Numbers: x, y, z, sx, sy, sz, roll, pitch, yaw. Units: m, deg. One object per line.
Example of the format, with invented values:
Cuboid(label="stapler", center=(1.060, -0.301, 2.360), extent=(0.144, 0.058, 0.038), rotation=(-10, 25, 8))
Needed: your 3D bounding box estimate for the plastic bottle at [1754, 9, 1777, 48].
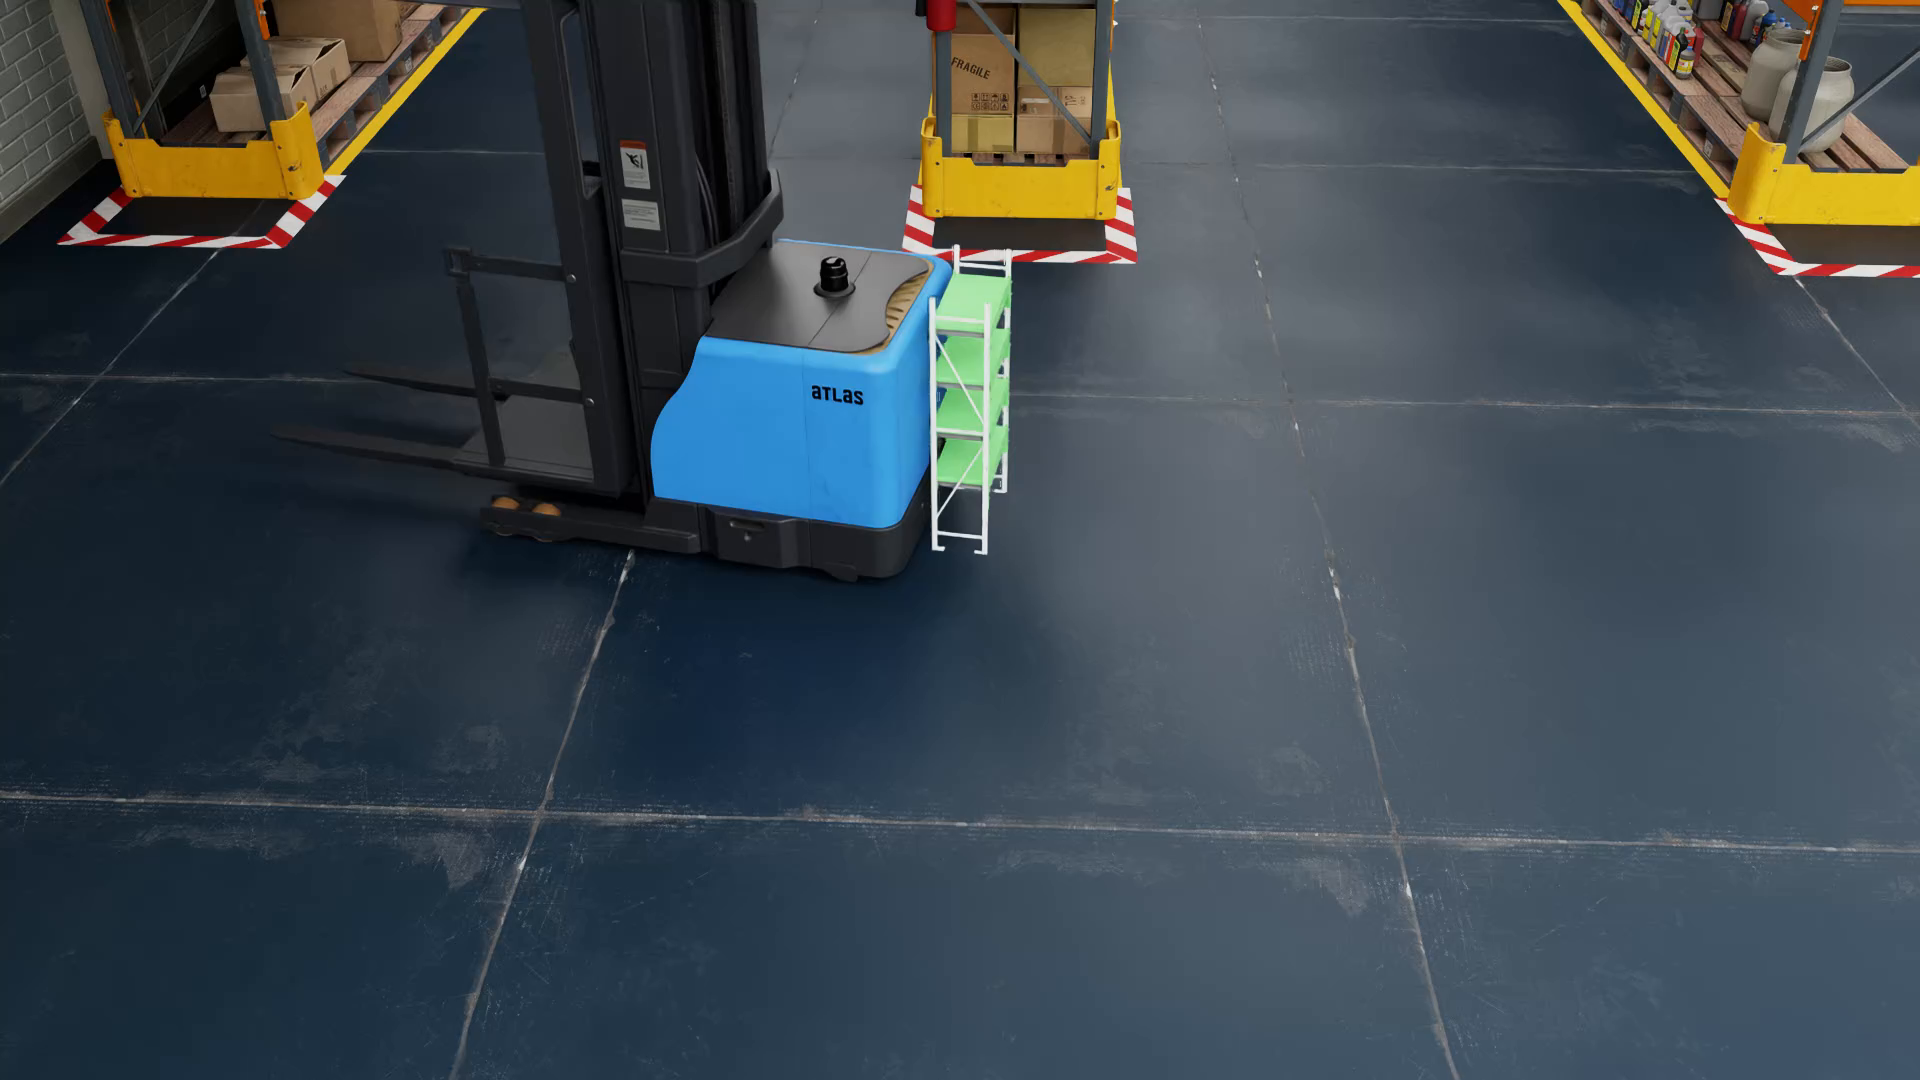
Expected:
Cuboid(label="plastic bottle", center=(5.722, -3.627, 11.792), extent=(0.097, 0.271, 0.097), rotation=(0, 35, 0))

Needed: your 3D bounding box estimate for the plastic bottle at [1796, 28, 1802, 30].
Cuboid(label="plastic bottle", center=(5.723, -3.390, 11.445), extent=(0.061, 0.283, 0.133), rotation=(2, 35, 3))

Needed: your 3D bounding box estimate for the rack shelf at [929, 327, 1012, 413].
Cuboid(label="rack shelf", center=(0.047, -0.725, 6.933), extent=(0.258, 0.148, 0.480), rotation=(6, 36, 9))

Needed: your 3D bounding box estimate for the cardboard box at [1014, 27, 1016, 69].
Cuboid(label="cardboard box", center=(0.137, -3.498, 11.645), extent=(0.500, 0.250, 0.500), rotation=(1, 35, 2))

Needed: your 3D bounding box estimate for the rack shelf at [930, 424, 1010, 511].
Cuboid(label="rack shelf", center=(0.047, -0.333, 7.209), extent=(0.258, 0.148, 0.480), rotation=(6, 36, 9))

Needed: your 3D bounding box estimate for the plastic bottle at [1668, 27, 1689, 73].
Cuboid(label="plastic bottle", center=(4.934, -3.359, 11.401), extent=(0.061, 0.283, 0.133), rotation=(2, 35, 3))

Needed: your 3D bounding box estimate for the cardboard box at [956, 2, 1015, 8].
Cuboid(label="cardboard box", center=(0.112, -3.518, 11.020), extent=(0.500, 0.500, 0.500), rotation=(1, 35, 2))

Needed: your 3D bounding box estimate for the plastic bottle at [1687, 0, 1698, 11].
Cuboid(label="plastic bottle", center=(5.590, -4.179, 12.508), extent=(0.144, 0.351, 0.185), rotation=(1, 35, 2))

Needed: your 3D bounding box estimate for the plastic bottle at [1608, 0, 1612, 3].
Cuboid(label="plastic bottle", center=(5.013, -4.201, 12.670), extent=(0.097, 0.201, 0.097), rotation=(0, 35, 0))

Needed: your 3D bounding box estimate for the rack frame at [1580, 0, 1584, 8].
Cuboid(label="rack frame", center=(5.472, -5.456, 12.404), extent=(1.000, 3.000, 0.127), rotation=(1, 35, 2))

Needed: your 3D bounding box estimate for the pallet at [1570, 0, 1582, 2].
Cuboid(label="pallet", center=(5.465, -4.767, 13.849), extent=(1.003, 0.211, 1.213), rotation=(1, 35, 2))

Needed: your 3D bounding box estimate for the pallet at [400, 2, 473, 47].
Cuboid(label="pallet", center=(-4.419, -4.157, 12.981), extent=(1.003, 0.211, 1.213), rotation=(1, 35, 2))

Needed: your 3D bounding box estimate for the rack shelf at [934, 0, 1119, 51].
Cuboid(label="rack shelf", center=(0.443, -4.129, 11.142), extent=(1.077, 0.370, 4.000), rotation=(1, 35, 2))

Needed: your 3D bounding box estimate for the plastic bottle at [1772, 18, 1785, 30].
Cuboid(label="plastic bottle", center=(5.714, -3.510, 11.626), extent=(0.097, 0.271, 0.097), rotation=(0, 35, 0))

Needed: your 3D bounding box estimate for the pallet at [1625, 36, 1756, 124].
Cuboid(label="pallet", center=(5.357, -3.227, 11.658), extent=(1.003, 0.211, 1.213), rotation=(1, 35, 2))

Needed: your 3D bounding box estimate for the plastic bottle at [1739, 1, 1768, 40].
Cuboid(label="plastic bottle", center=(5.703, -3.756, 11.971), extent=(0.152, 0.276, 0.135), rotation=(2, 35, 3))

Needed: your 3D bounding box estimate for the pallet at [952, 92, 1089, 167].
Cuboid(label="pallet", center=(0.351, -2.574, 10.728), extent=(1.003, 0.211, 1.213), rotation=(1, 35, 2))

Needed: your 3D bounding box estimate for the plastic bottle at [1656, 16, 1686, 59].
Cuboid(label="plastic bottle", center=(4.990, -3.512, 11.625), extent=(0.152, 0.276, 0.135), rotation=(0, 35, 1))

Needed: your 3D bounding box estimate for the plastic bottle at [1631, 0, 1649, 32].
Cuboid(label="plastic bottle", center=(4.969, -3.868, 12.124), extent=(0.061, 0.283, 0.133), rotation=(3, 35, 4))

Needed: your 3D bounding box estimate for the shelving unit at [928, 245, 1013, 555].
Cuboid(label="shelving unit", center=(0.047, -0.581, 7.034), extent=(0.258, 1.200, 0.503), rotation=(6, 36, 9))

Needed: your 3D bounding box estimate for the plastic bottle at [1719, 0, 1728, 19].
Cuboid(label="plastic bottle", center=(5.727, -4.065, 12.346), extent=(0.144, 0.351, 0.185), rotation=(0, 35, 0))

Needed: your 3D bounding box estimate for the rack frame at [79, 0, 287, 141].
Cuboid(label="rack frame", center=(-4.588, -3.386, 9.460), extent=(1.000, 3.000, 0.127), rotation=(1, 35, 2))

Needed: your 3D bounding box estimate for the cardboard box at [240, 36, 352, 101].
Cuboid(label="cardboard box", center=(-4.447, -3.189, 11.135), extent=(0.500, 0.311, 0.500), rotation=(4, 35, 6))

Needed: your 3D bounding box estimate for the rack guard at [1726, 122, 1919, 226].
Cuboid(label="rack guard", center=(5.268, -2.180, 9.916), extent=(1.175, 0.500, 0.348), rotation=(1, 35, 2))

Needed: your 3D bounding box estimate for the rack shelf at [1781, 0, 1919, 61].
Cuboid(label="rack shelf", center=(5.392, -4.012, 10.976), extent=(1.077, 0.370, 4.000), rotation=(1, 35, 2))

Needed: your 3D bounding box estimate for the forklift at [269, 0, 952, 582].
Cuboid(label="forklift", center=(-1.594, -1.475, 6.799), extent=(3.031, 2.935, 1.130), rotation=(8, 36, 12))

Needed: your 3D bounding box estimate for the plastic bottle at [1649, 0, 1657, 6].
Cuboid(label="plastic bottle", center=(5.049, -3.871, 12.140), extent=(0.097, 0.271, 0.097), rotation=(0, 35, 0))

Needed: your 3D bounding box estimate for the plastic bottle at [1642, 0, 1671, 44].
Cuboid(label="plastic bottle", center=(5.000, -3.745, 11.891), extent=(0.144, 0.351, 0.185), rotation=(1, 35, 2))

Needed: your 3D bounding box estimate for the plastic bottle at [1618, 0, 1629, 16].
Cuboid(label="plastic bottle", center=(5.025, -4.098, 12.393), extent=(0.144, 0.351, 0.185), rotation=(2, 35, 3))

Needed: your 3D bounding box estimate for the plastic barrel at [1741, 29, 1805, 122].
Cuboid(label="plastic barrel", center=(5.282, -2.979, 10.679), extent=(0.421, 0.512, 0.421), rotation=(0, 35, 0))

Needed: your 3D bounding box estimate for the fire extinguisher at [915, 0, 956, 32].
Cuboid(label="fire extinguisher", center=(-0.107, -3.185, 9.241), extent=(0.296, 0.674, 0.183), rotation=(1, 35, 2))

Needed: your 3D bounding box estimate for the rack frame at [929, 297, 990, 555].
Cuboid(label="rack frame", center=(-0.001, -0.444, 6.838), extent=(0.240, 1.200, 0.015), rotation=(6, 36, 9))

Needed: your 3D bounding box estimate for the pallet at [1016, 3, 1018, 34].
Cuboid(label="pallet", center=(0.449, -3.975, 12.723), extent=(1.003, 0.211, 1.213), rotation=(1, 35, 2))

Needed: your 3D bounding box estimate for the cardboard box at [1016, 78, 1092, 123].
Cuboid(label="cardboard box", center=(0.623, -2.911, 10.810), extent=(0.500, 0.250, 0.500), rotation=(1, 35, 2))

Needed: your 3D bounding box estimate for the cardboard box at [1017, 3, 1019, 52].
Cuboid(label="cardboard box", center=(0.632, -3.506, 11.003), extent=(0.500, 0.500, 0.500), rotation=(1, 35, 2))

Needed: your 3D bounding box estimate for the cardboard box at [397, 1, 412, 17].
Cuboid(label="cardboard box", center=(-4.429, -4.245, 12.472), extent=(0.500, 0.500, 0.500), rotation=(-1, 35, -2))

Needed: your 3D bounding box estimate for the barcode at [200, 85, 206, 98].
Cuboid(label="barcode", center=(-4.869, -2.885, 10.694), extent=(0.001, 0.075, 0.075), rotation=(1, 35, 2))

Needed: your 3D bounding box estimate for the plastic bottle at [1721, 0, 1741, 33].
Cuboid(label="plastic bottle", center=(5.610, -3.839, 12.084), extent=(0.061, 0.283, 0.133), rotation=(1, 35, 2))
